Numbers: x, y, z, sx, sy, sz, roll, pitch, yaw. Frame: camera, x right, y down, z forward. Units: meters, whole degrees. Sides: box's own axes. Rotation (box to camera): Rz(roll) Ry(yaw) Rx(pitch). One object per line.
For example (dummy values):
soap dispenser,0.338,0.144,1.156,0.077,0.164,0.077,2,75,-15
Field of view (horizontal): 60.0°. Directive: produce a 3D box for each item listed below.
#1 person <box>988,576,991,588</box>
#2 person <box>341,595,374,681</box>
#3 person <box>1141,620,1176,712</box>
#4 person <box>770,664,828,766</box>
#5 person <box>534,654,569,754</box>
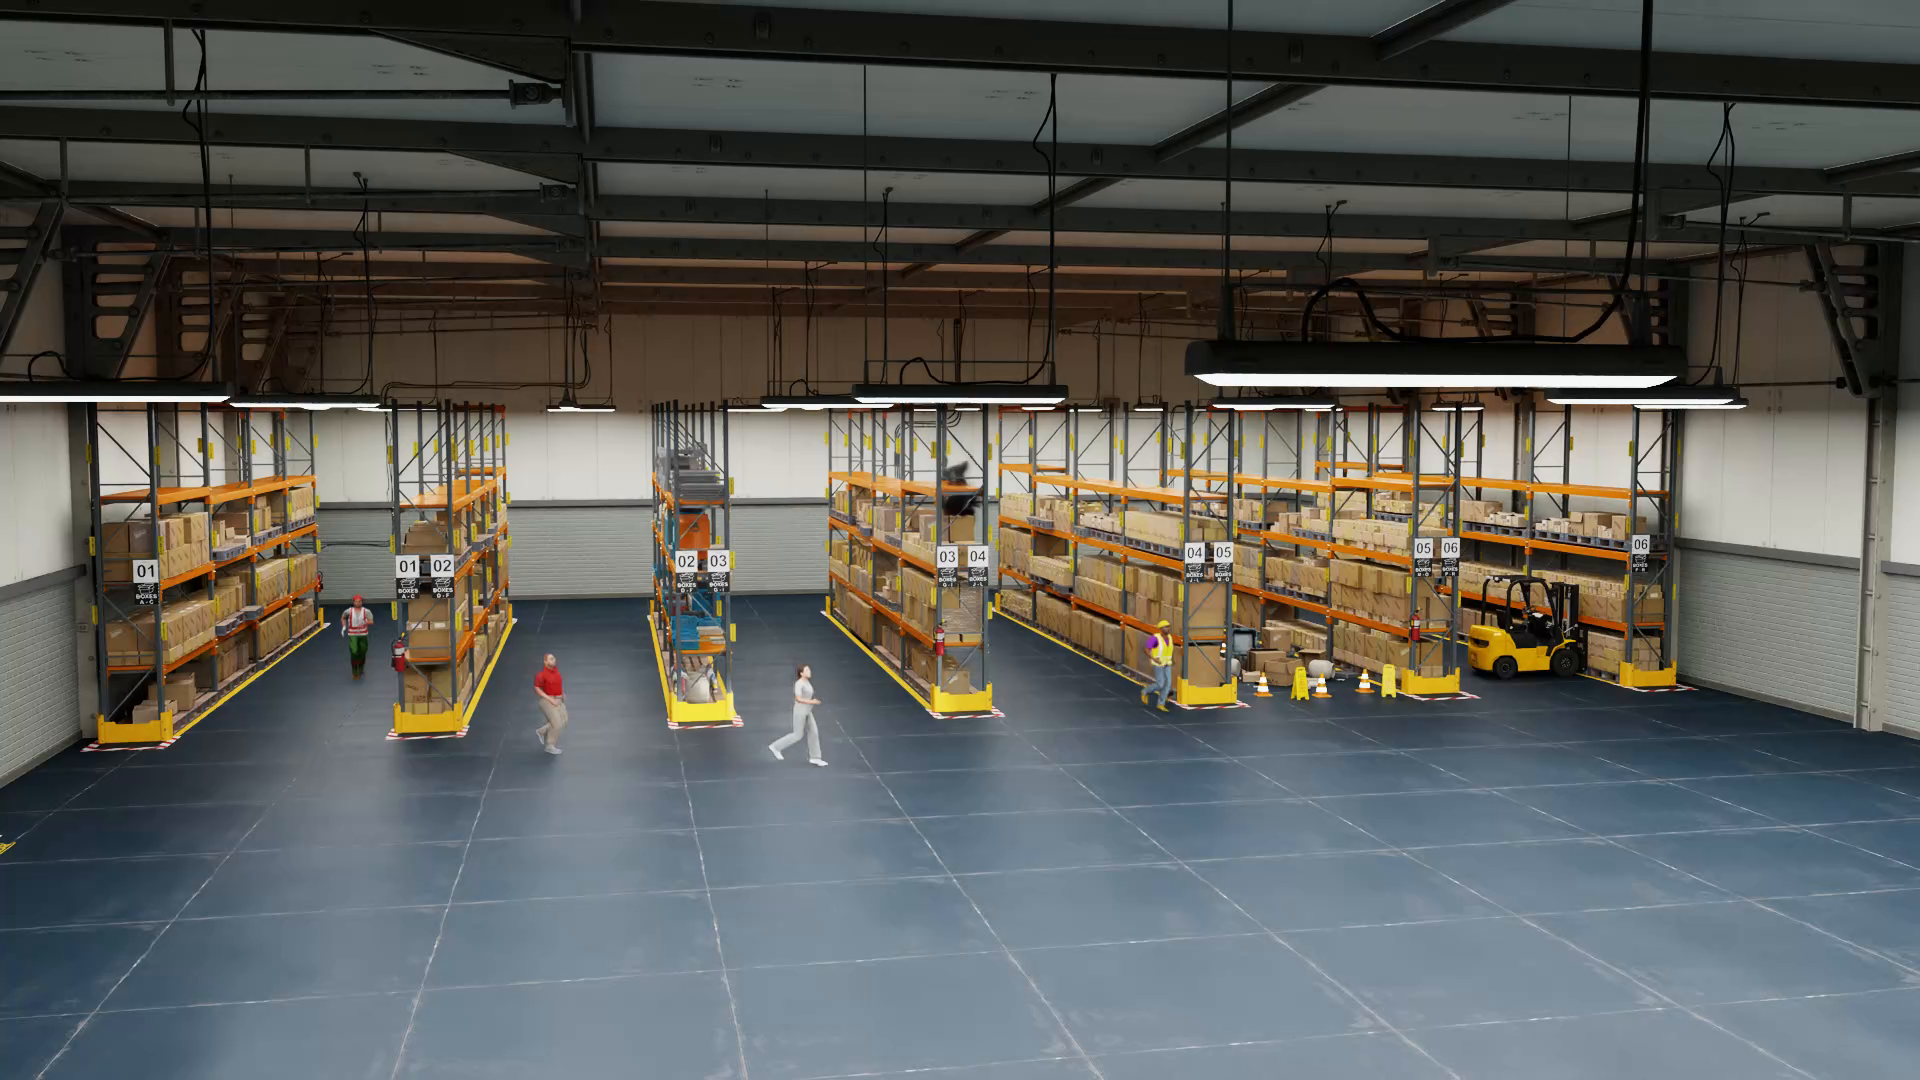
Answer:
person,0.601,1.515,45.381,0.510,1.589,0.647,-1,4,-10
person,-13.056,2.108,36.058,0.646,1.845,0.793,-2,5,-26
person,3.917,2.434,32.386,0.719,1.751,0.682,-3,5,-36
person,-2.617,2.848,27.153,0.950,1.675,0.577,1,4,13
person,-6.965,2.765,28.203,0.564,1.694,0.661,1,5,17
